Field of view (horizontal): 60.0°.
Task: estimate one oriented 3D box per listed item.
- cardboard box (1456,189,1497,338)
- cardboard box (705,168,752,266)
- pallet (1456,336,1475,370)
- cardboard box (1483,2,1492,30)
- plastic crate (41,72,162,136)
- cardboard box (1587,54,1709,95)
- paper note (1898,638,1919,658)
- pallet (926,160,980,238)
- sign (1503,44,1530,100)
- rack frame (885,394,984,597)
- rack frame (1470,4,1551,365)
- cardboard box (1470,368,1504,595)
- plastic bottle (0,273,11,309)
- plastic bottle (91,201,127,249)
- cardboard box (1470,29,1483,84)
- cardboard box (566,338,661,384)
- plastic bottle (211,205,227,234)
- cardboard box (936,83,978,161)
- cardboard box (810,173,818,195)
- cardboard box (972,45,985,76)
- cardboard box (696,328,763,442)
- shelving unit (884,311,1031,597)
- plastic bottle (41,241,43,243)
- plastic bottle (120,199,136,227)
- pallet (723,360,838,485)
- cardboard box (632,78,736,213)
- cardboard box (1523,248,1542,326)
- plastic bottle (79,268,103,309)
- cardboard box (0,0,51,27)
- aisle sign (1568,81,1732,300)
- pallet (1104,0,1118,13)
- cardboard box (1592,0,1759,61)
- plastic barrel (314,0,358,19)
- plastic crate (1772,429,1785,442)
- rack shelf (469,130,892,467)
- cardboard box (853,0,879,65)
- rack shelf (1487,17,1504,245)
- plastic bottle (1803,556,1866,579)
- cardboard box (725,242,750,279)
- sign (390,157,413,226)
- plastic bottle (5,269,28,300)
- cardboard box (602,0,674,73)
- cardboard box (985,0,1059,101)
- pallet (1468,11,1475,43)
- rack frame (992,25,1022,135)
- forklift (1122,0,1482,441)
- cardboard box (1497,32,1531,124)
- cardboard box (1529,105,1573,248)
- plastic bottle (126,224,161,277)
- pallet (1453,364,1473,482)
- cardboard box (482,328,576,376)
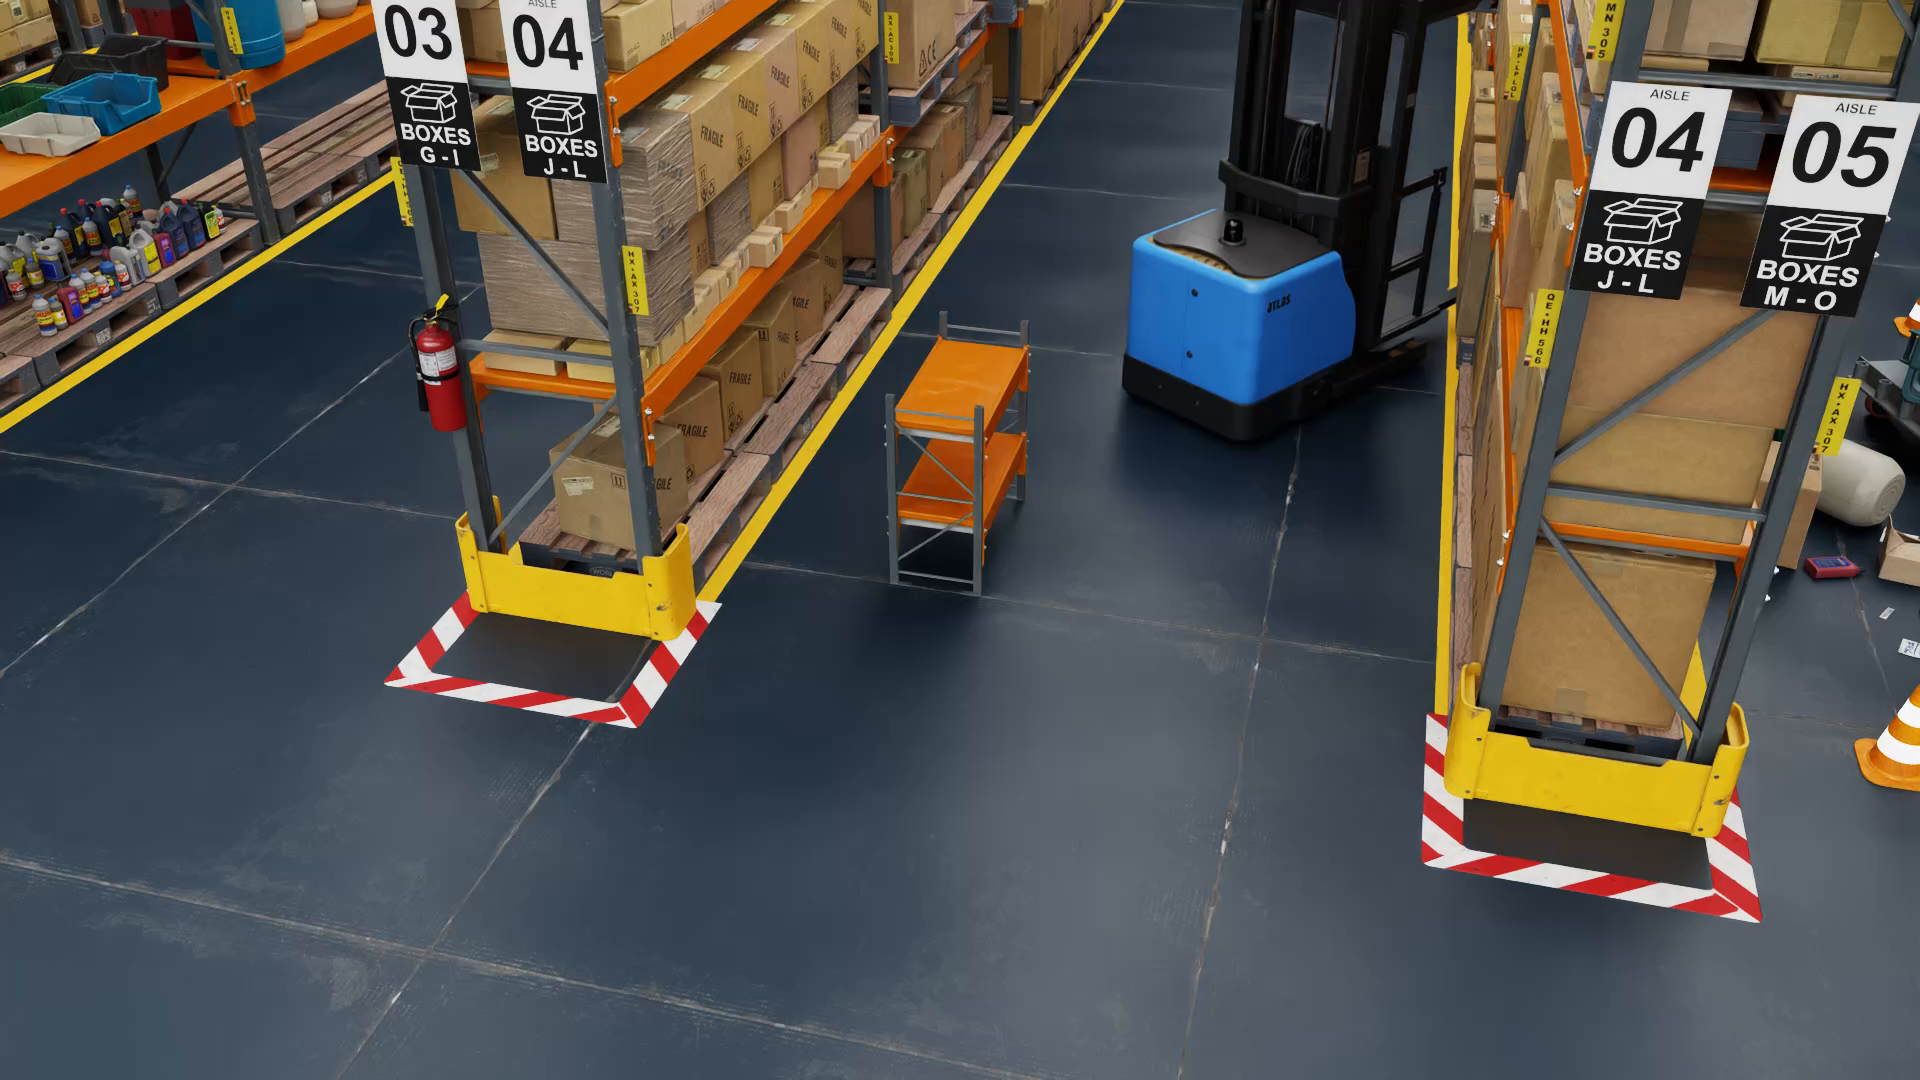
[{"bbox_3d":[3.870,-1.785,10.967,1.050,0.750,0.750,8,33,12],"label":"cardboard box"},{"bbox_3d":[-1.642,-1.853,8.999,0.875,0.500,0.500,8,33,12],"label":"cardboard box"},{"bbox_3d":[3.922,-1.456,11.344,1.003,0.211,1.213,8,33,12],"label":"pallet"},{"bbox_3d":[4.996,-4.653,15.012,0.500,0.250,0.500,9,33,14],"label":"cardboard box"},{"bbox_3d":[-5.782,-2.950,11.234,0.499,0.251,0.616,8,33,12],"label":"plastic crate"},{"bbox_3d":[2.541,-1.745,6.152,0.380,0.149,0.250,8,33,12],"label":"cardboard box"},{"bbox_3d":[4.814,0.546,8.364,0.144,0.017,0.142,20,38,29],"label":"paper note"},{"bbox_3d":[-0.469,-2.813,13.478,1.003,0.211,1.213,8,33,12],"label":"pallet"},{"bbox_3d":[3.272,-2.746,9.769,0.100,0.325,0.005,8,33,12],"label":"sign"},{"bbox_3d":[-0.127,-0.214,8.539,0.500,1.125,0.032,8,33,12],"label":"rack frame"},{"bbox_3d":[3.799,-2.222,9.950,1.000,3.000,0.127,8,33,12],"label":"rack frame"},{"bbox_3d":[3.114,-0.245,8.429,0.875,0.875,0.875,8,33,12],"label":"cardboard box"},{"bbox_3d":[-6.543,-1.714,11.272,0.061,0.283,0.133,8,33,12],"label":"plastic bottle"},{"bbox_3d":[-6.230,-2.310,12.147,0.144,0.351,0.185,8,33,12],"label":"plastic bottle"},{"bbox_3d":[4.982,-4.343,15.224,0.500,0.500,0.500,7,33,10],"label":"cardboard box"},{"bbox_3d":[-1.685,-0.884,8.079,0.380,0.149,0.250,8,33,12],"label":"cardboard box"},{"bbox_3d":[-5.554,-2.399,12.425,0.097,0.201,0.097,0,32,0],"label":"plastic bottle"},{"bbox_3d":[-0.237,-3.517,13.906,0.700,0.500,0.500,5,33,8],"label":"cardboard box"},{"bbox_3d":[-1.084,-2.186,10.127,0.380,0.149,0.250,8,33,12],"label":"cardboard box"},{"bbox_3d":[-0.099,-4.121,14.158,0.500,0.250,0.500,9,34,14],"label":"cardboard box"},{"bbox_3d":[-1.517,-0.956,9.896,0.500,0.500,0.500,11,34,17],"label":"cardboard box"},{"bbox_3d":[0.002,-0.478,8.954,0.538,1.125,1.048,8,33,12],"label":"shelving unit"},{"bbox_3d":[-6.512,-2.025,11.838,0.097,0.201,0.097,0,32,0],"label":"plastic bottle"},{"bbox_3d":[-6.294,-2.471,12.539,0.097,0.201,0.097,0,32,0],"label":"plastic bottle"},{"bbox_3d":[-1.417,-0.785,10.288,1.003,0.211,1.213,8,33,12],"label":"pallet"},{"bbox_3d":[-1.451,-1.971,8.252,0.500,0.500,0.500,8,33,12],"label":"cardboard box"},{"bbox_3d":[3.311,-1.251,8.282,0.875,0.550,0.500,8,33,12],"label":"cardboard box"},{"bbox_3d":[-5.905,-1.711,11.279,0.097,0.271,0.097,0,32,0],"label":"plastic bottle"},{"bbox_3d":[-9.433,-5.325,16.479,0.500,0.311,0.500,9,34,14],"label":"cardboard box"},{"bbox_3d":[2.476,-1.248,5.994,0.394,0.787,0.004,8,33,12],"label":"aisle sign"},{"bbox_3d":[1.326,-6.309,18.977,1.003,0.211,1.213,8,33,12],"label":"pallet"},{"bbox_3d":[2.638,-1.986,6.160,0.500,0.250,0.500,8,33,13],"label":"cardboard box"},{"bbox_3d":[-5.122,-4.529,13.452,0.433,0.535,0.433,0,32,0],"label":"plastic barrel"},{"bbox_3d":[5.022,-0.791,10.266,0.662,0.188,0.450,-28,32,-37],"label":"plastic crate"},{"bbox_3d":[-1.480,-1.609,9.655,1.077,0.370,4.000,8,33,12],"label":"rack shelf"},{"bbox_3d":[-0.821,-3.269,10.294,0.500,0.500,0.500,8,33,12],"label":"cardboard box"},{"bbox_3d":[4.307,-2.957,11.775,1.077,0.370,4.000,8,33,12],"label":"rack shelf"},{"bbox_3d":[4.719,0.146,8.964,0.283,0.061,0.133,-3,33,-4],"label":"plastic bottle"},{"bbox_3d":[-1.374,-1.533,9.100,0.380,0.149,0.250,8,33,12],"label":"cardboard box"},{"bbox_3d":[-2.520,-1.582,7.569,0.100,0.325,0.005,8,33,12],"label":"sign"},{"bbox_3d":[-6.486,-1.758,11.418,0.097,0.201,0.097,0,32,0],"label":"plastic bottle"},{"bbox_3d":[-1.616,-2.292,7.403,0.500,0.250,0.500,9,34,14],"label":"cardboard box"},{"bbox_3d":[0.238,-4.662,15.376,1.225,0.875,0.875,7,33,10],"label":"cardboard box"},{"bbox_3d":[5.966,-5.550,17.784,1.003,0.211,1.213,8,33,12],"label":"pallet"},{"bbox_3d":[0.042,-5.026,14.360,1.000,3.000,0.127,8,33,12],"label":"rack frame"},{"bbox_3d":[2.468,-2.509,10.464,3.031,2.935,1.130,-26,41,-35],"label":"forklift"},{"bbox_3d":[3.929,-3.096,11.231,0.500,0.500,0.500,8,33,13],"label":"cardboard box"},{"bbox_3d":[3.248,-1.716,8.007,0.875,0.550,0.500,8,33,12],"label":"cardboard box"},{"bbox_3d":[-5.779,-2.052,11.740,0.144,0.351,0.185,8,33,12],"label":"plastic bottle"},{"bbox_3d":[3.531,-0.662,10.094,1.003,0.211,1.213,8,33,12],"label":"pallet"},{"bbox_3d":[-2.115,-0.944,8.174,0.380,0.149,0.250,8,33,12],"label":"cardboard box"}]
